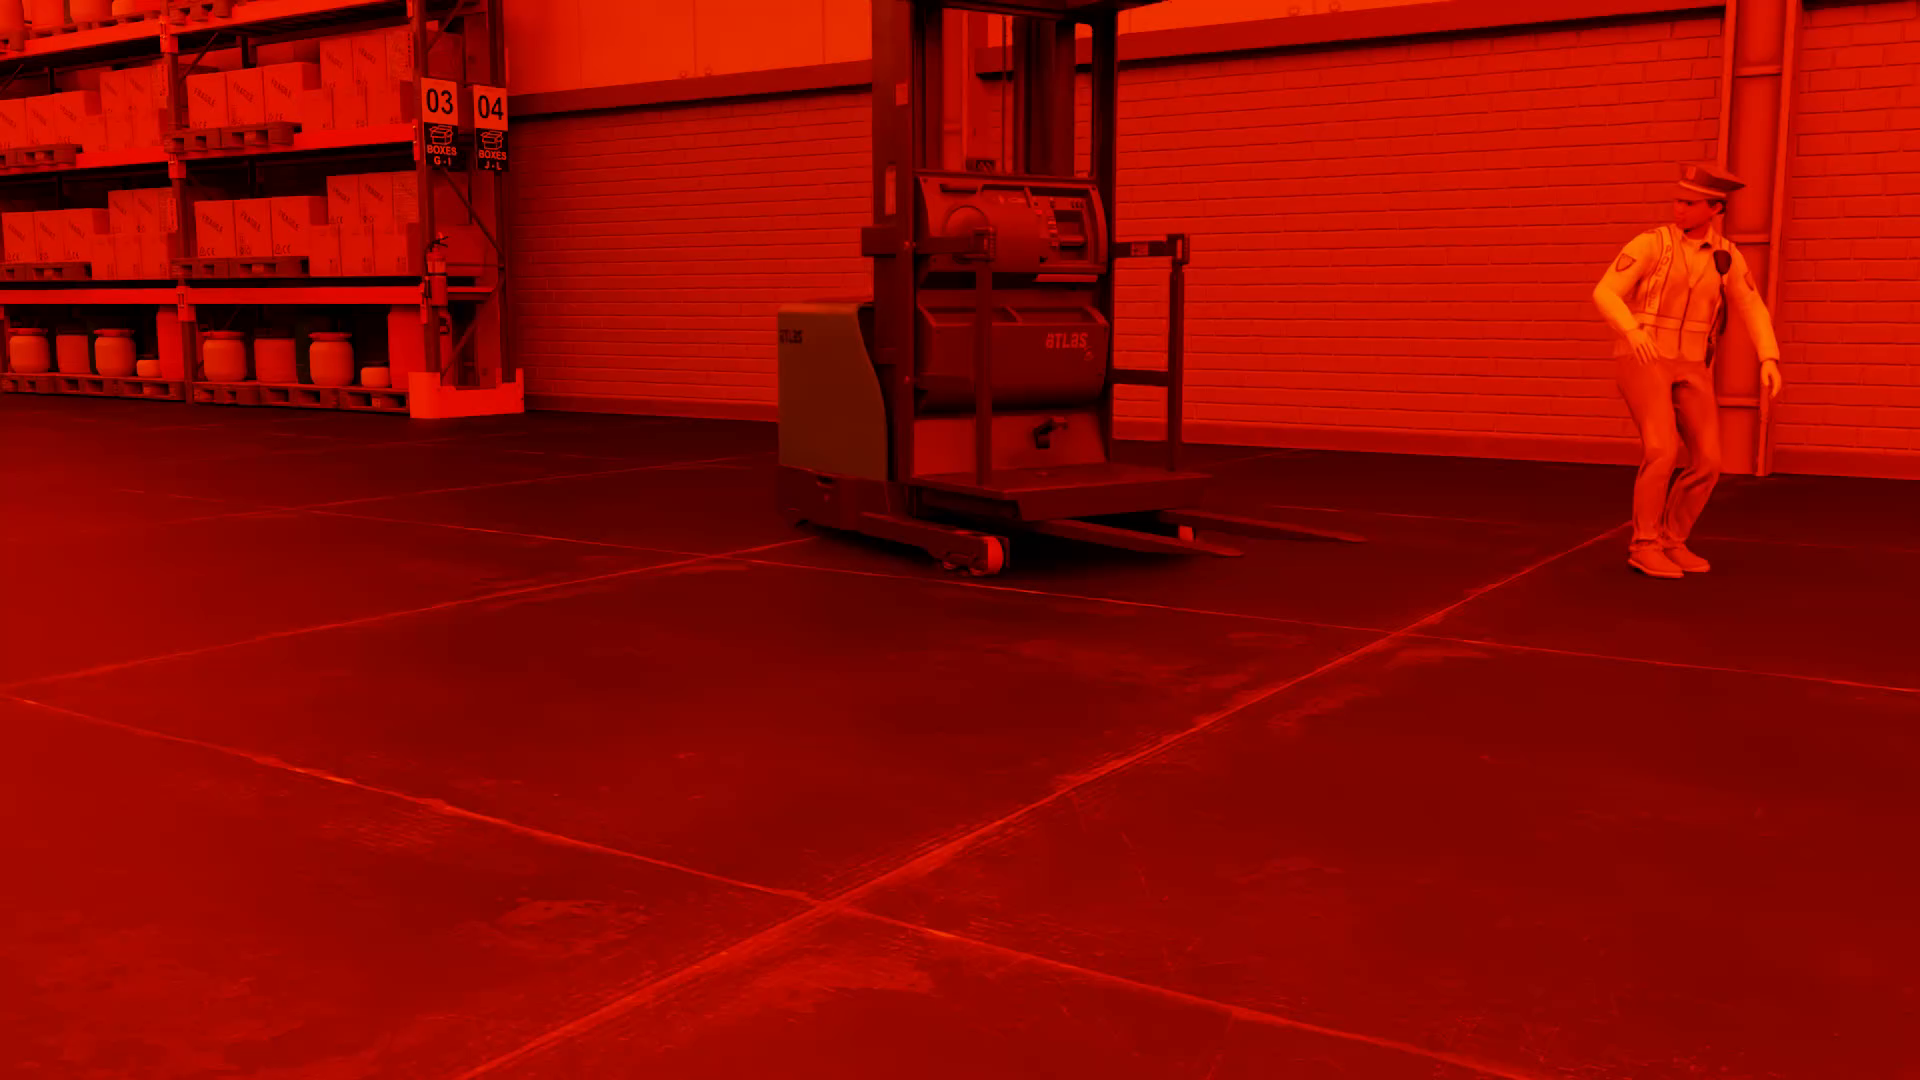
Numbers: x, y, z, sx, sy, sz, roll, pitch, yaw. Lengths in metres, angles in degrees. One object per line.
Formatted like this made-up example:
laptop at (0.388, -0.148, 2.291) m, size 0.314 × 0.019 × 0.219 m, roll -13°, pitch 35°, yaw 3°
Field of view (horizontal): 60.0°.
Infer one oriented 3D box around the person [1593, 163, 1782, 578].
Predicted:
person at (2.903, -0.675, 6.652) m, size 0.712 × 1.632 × 0.483 m, roll -1°, pitch 8°, yaw -8°

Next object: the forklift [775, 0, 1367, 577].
forklift at (0.355, -1.380, 6.899) m, size 1.130 × 2.935 × 3.031 m, roll -5°, pitch 10°, yaw -34°
